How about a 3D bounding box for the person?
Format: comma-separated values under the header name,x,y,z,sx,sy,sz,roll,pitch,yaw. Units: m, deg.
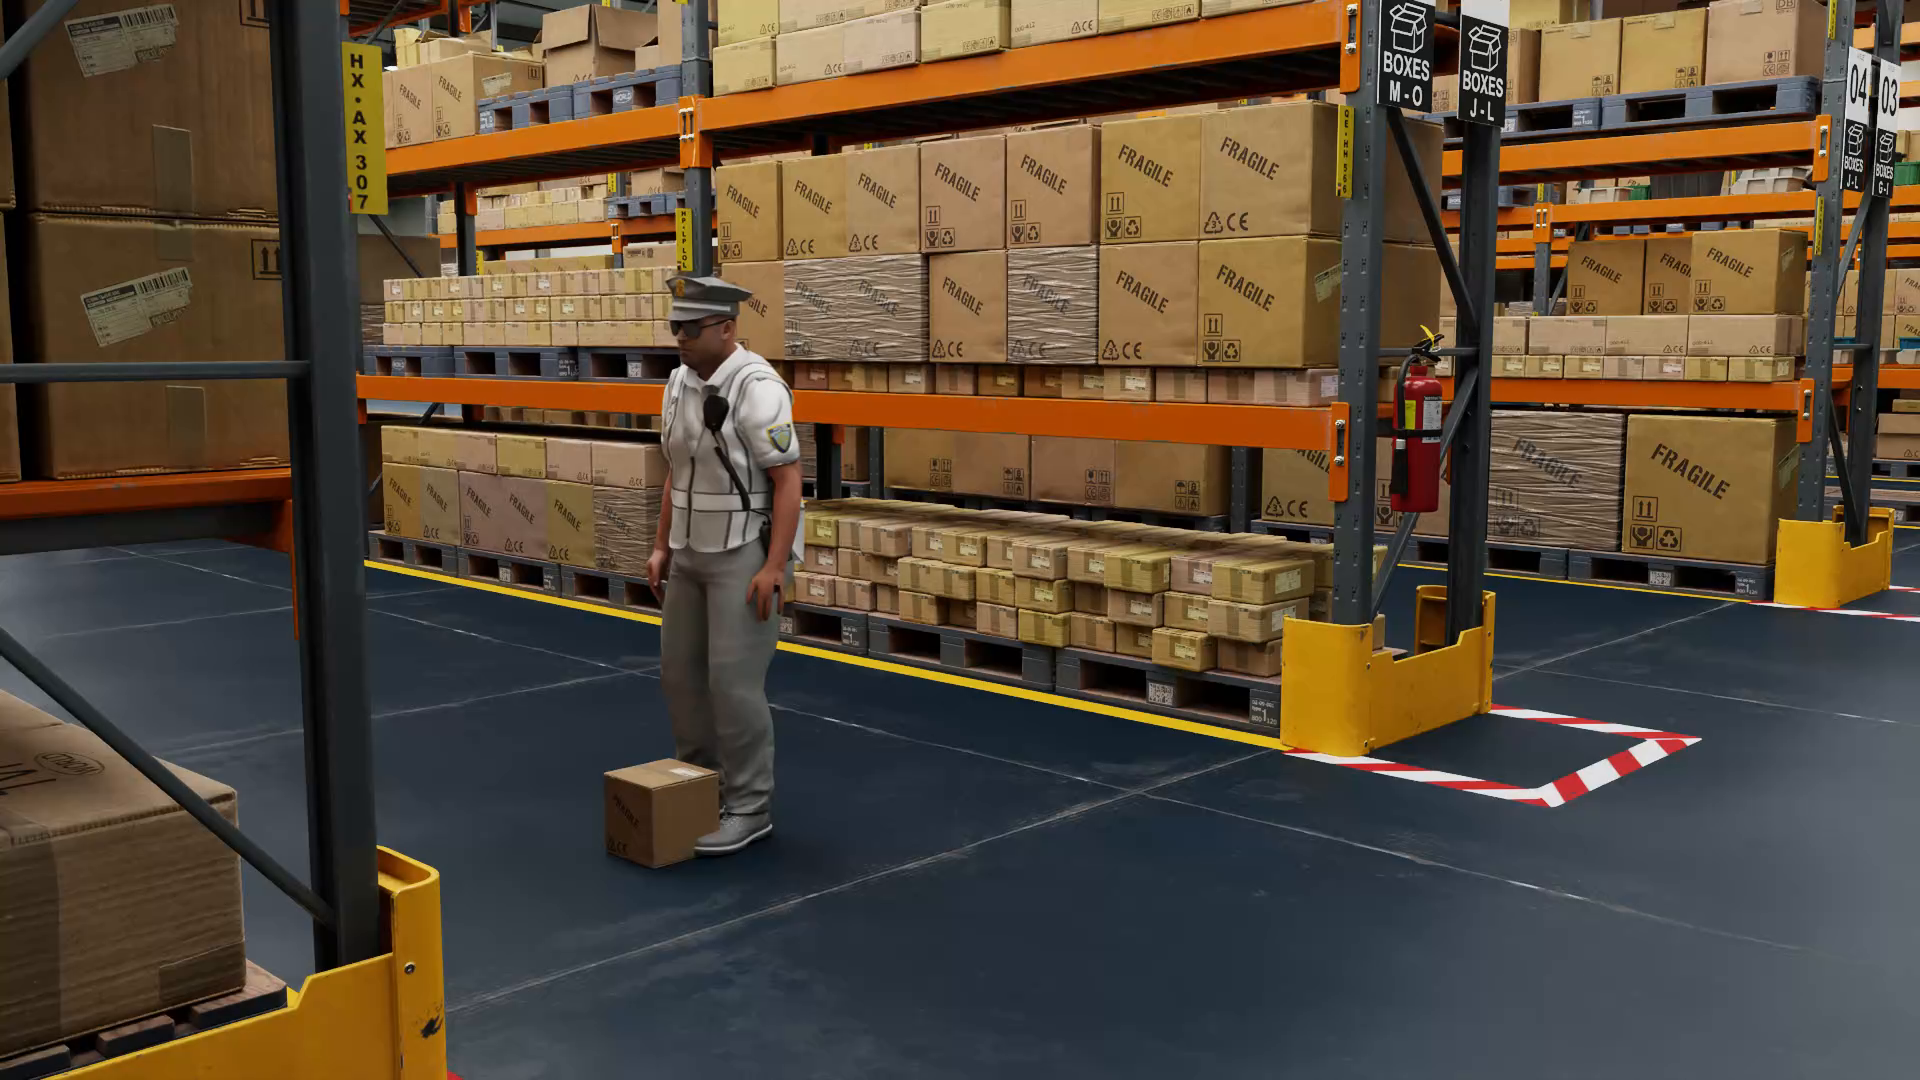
name,x,y,z,sx,sy,sz,roll,pitch,yaw
person,-0.737,0.066,5.183,0.598,1.748,0.468,6,9,42
